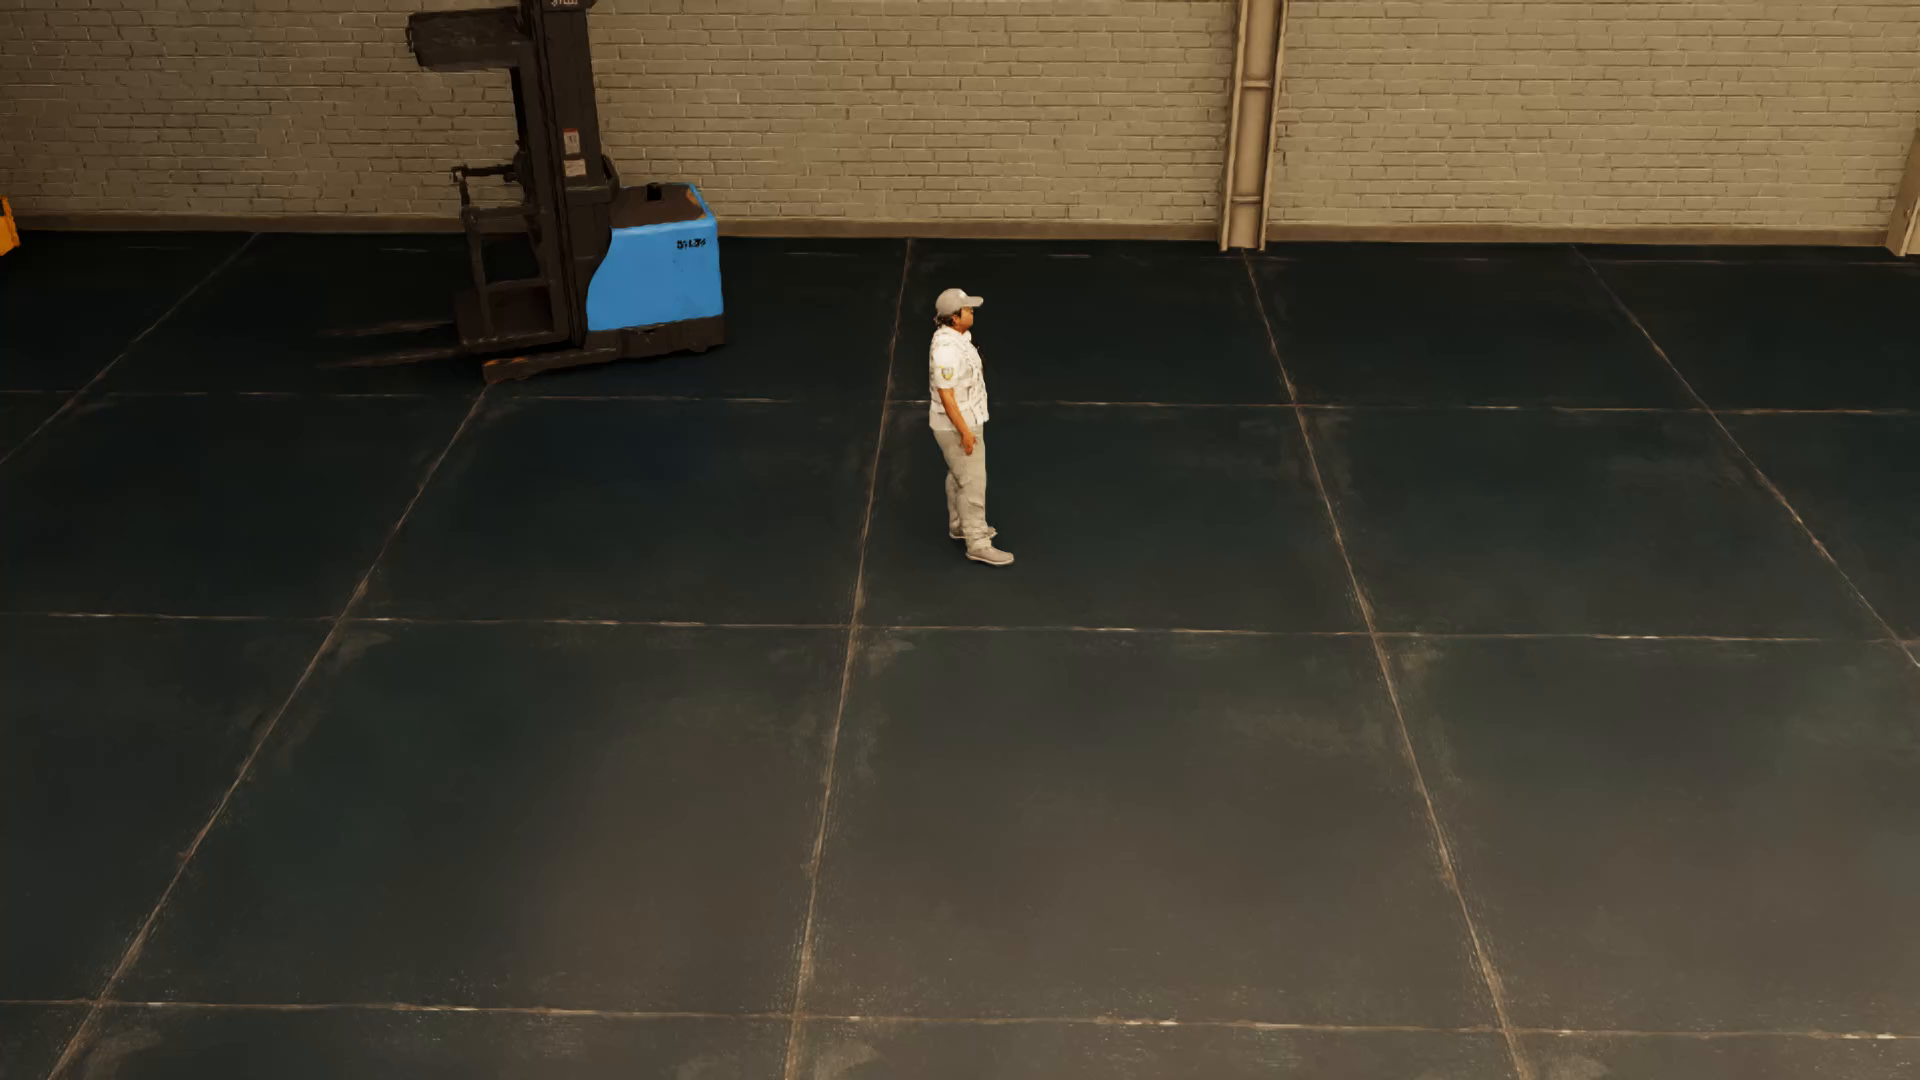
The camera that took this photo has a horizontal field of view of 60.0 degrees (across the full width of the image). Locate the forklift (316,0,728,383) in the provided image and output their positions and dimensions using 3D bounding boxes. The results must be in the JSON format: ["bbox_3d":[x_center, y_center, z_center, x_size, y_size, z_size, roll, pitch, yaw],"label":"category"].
[{"bbox_3d":[-3.394,-2.741,12.262,3.031,2.935,1.130,-10,32,-16],"label":"forklift"}]

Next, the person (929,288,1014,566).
[{"bbox_3d":[0.076,-0.711,10.052,0.529,1.669,0.598,1,31,1],"label":"person"}]
